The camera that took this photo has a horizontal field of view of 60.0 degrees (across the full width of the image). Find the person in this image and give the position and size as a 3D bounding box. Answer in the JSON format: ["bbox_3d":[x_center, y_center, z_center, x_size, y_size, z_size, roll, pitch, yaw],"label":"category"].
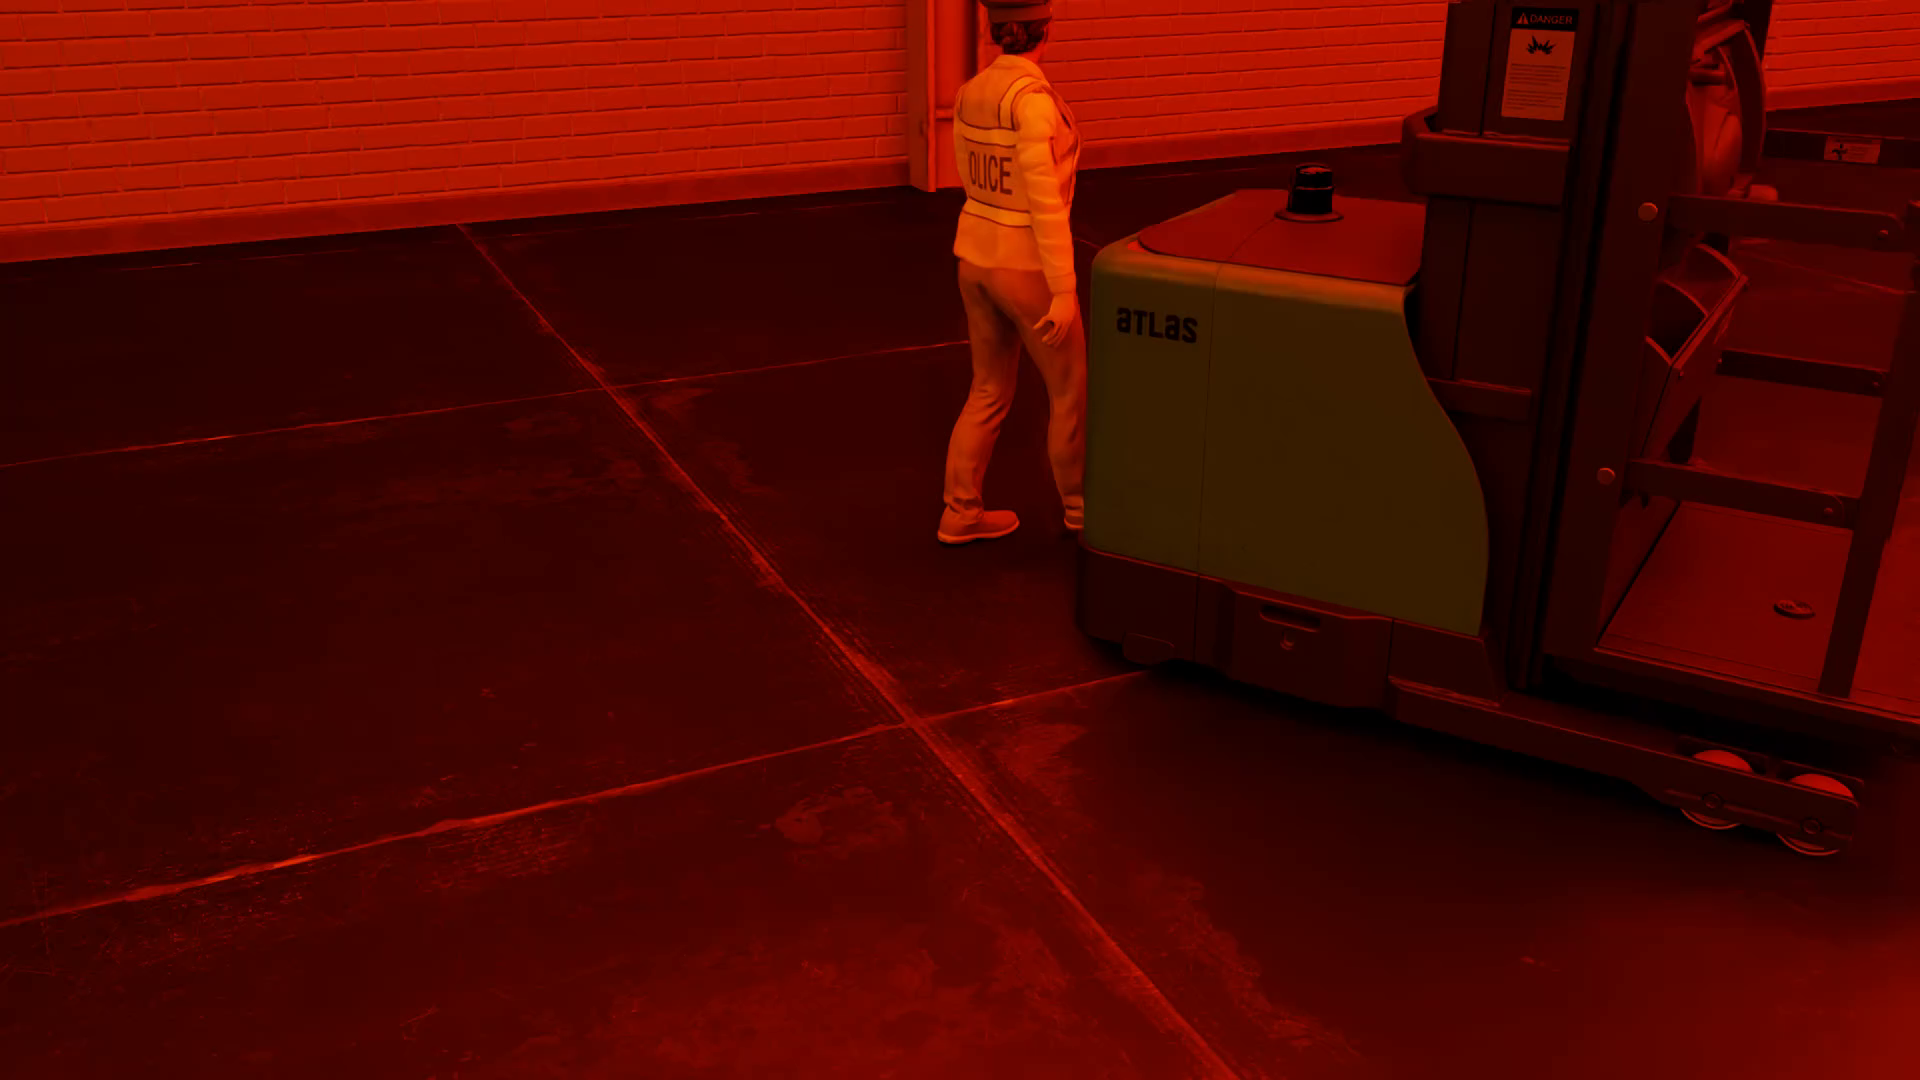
[{"bbox_3d":[0.240,-0.799,4.896,0.662,1.644,0.652,-14,26,-30],"label":"person"}]

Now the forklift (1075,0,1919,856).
[{"bbox_3d":[1.827,-0.922,3.504,3.031,2.935,1.130,13,26,29],"label":"forklift"}]
